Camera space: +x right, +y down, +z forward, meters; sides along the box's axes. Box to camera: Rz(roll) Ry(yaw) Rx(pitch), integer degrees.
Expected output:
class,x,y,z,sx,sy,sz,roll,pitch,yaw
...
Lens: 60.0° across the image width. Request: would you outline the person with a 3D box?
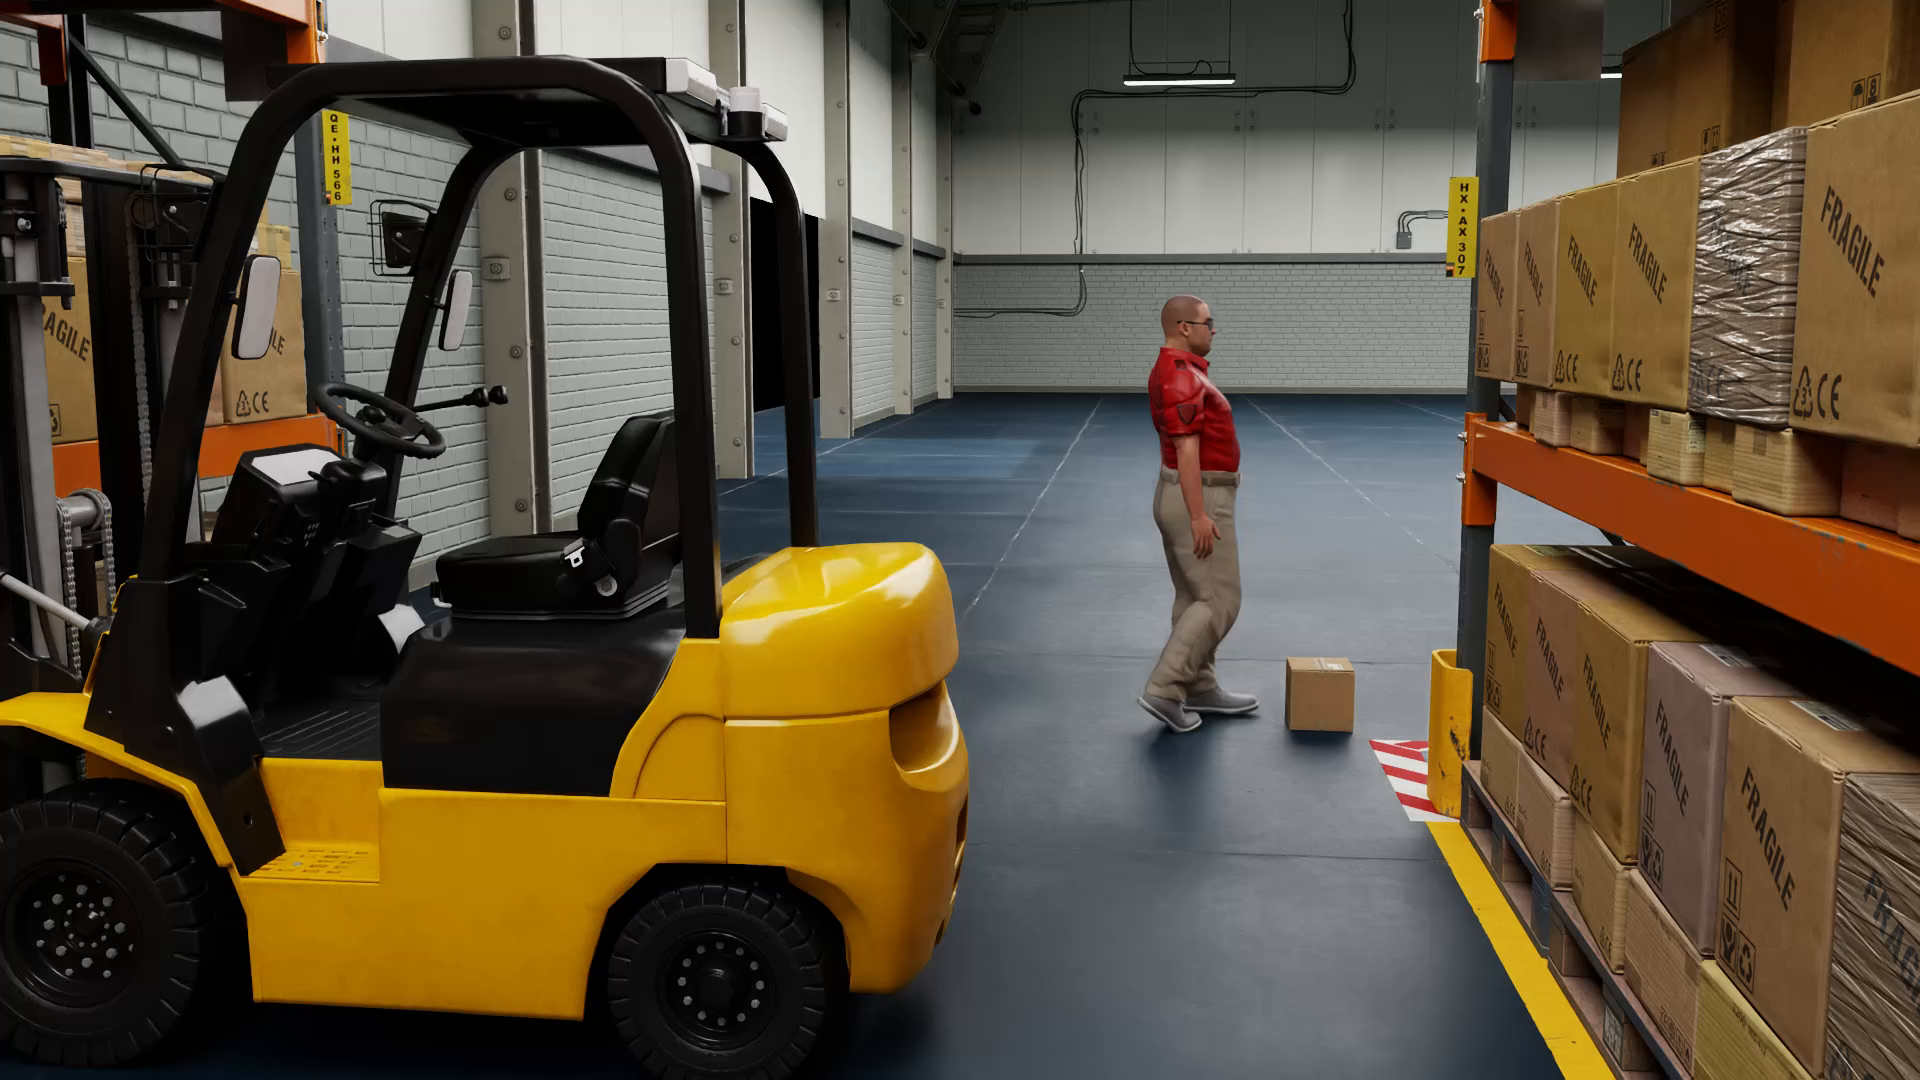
class,x,y,z,sx,sy,sz,roll,pitch,yaw
person,0.973,-0.112,6.724,0.551,1.741,0.555,0,8,-1
